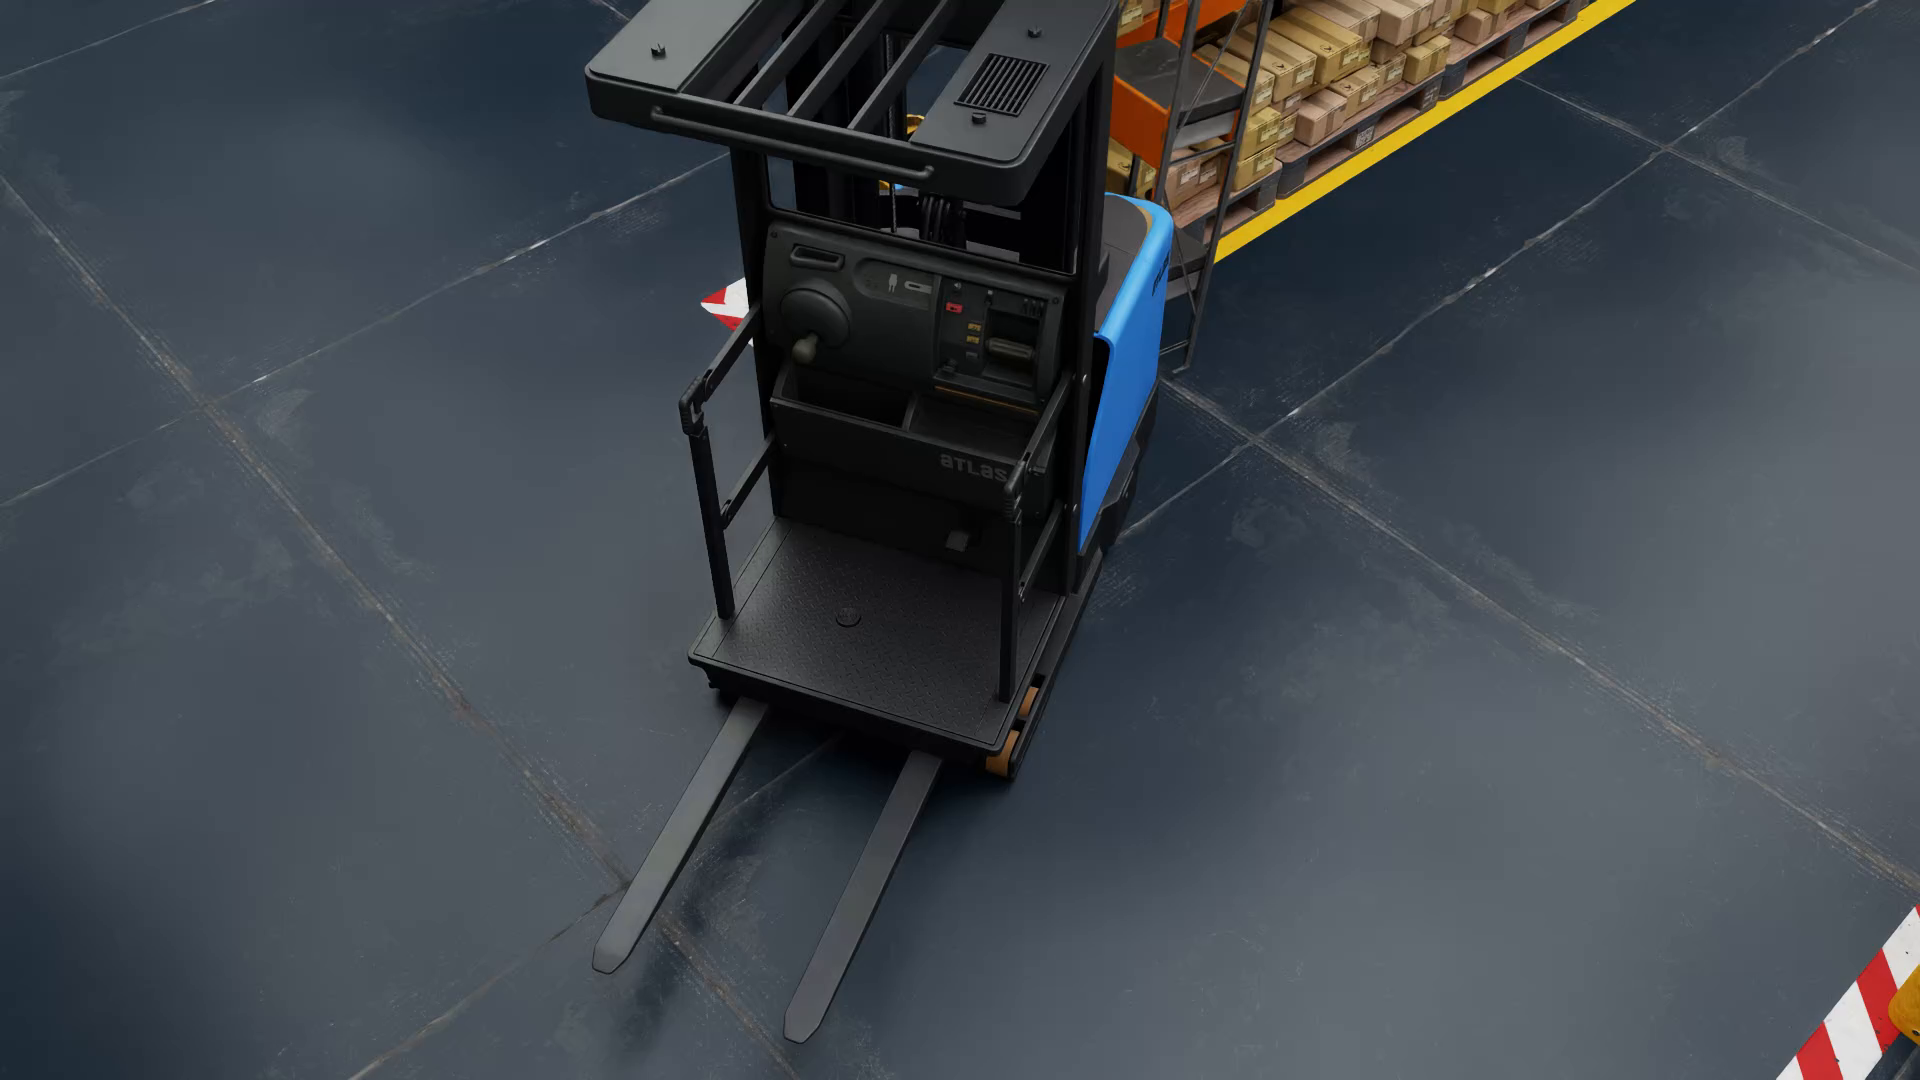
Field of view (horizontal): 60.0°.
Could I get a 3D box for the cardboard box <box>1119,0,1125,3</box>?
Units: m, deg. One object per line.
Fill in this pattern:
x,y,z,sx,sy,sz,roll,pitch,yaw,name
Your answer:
0.528,-2.334,6.092,0.500,0.500,0.500,-31,55,-26,cardboard box

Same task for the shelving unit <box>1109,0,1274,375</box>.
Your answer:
0.735,-1.549,6.205,0.431,2.100,0.503,-24,51,-29,shelving unit

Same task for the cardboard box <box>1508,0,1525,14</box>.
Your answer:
2.660,-2.819,8.464,0.250,0.149,0.380,-32,55,-26,cardboard box

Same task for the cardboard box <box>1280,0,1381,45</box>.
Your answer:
1.708,-2.417,7.689,0.250,0.149,0.380,-34,56,-27,cardboard box

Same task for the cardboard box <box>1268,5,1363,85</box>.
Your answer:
1.586,-2.241,7.526,0.250,0.149,0.380,-33,55,-27,cardboard box

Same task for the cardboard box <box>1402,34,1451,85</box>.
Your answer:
2.143,-2.390,8.068,0.250,0.149,0.380,-34,56,-27,cardboard box

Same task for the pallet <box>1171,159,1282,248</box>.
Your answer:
0.691,-1.602,7.585,1.213,0.211,1.003,-34,56,-27,pallet

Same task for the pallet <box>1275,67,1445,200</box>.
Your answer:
1.593,-2.202,8.138,1.213,0.211,1.003,-34,56,-27,pallet

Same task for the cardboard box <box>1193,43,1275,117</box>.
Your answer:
1.149,-2.004,7.307,0.380,0.149,0.250,36,57,29,cardboard box

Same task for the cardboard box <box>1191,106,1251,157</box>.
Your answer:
1.022,-1.836,7.152,0.250,0.149,0.380,-34,56,-27,cardboard box

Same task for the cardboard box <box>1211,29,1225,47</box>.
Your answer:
1.168,-2.458,7.929,0.250,0.149,0.380,-31,55,-25,cardboard box

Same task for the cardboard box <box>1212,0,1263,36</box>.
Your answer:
1.227,-2.521,7.785,0.250,0.149,0.380,-36,57,-28,cardboard box

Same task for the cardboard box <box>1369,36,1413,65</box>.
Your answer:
1.933,-2.442,7.914,0.380,0.149,0.250,36,57,29,cardboard box

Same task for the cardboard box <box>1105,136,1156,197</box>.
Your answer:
0.626,-1.579,6.916,0.250,0.149,0.380,-36,57,-29,cardboard box

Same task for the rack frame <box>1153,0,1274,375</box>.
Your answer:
0.879,-1.405,6.072,0.400,2.100,0.015,-24,51,-29,rack frame

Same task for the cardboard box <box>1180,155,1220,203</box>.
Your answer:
0.930,-1.689,7.421,0.250,0.149,0.380,-33,55,-27,cardboard box

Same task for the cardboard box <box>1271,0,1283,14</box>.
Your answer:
1.402,-2.666,7.918,0.250,0.149,0.380,-33,56,-27,cardboard box

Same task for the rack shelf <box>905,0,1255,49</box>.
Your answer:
1.489,-2.873,7.349,4.000,0.370,1.077,-34,56,-27,rack shelf

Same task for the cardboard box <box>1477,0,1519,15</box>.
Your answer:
2.572,-2.771,8.217,0.250,0.149,0.380,-36,57,-28,cardboard box

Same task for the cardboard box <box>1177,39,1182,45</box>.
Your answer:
0.796,-2.288,7.570,0.250,0.149,0.380,-36,57,-28,cardboard box

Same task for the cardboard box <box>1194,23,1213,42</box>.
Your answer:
0.957,-2.451,7.720,0.250,0.149,0.380,-32,55,-26,cardboard box

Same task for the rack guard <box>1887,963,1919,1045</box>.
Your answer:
3.254,1.479,4.545,0.348,0.500,1.175,-34,56,-27,rack guard

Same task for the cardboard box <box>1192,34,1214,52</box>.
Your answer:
0.966,-2.341,7.821,0.250,0.149,0.380,-33,55,-27,cardboard box

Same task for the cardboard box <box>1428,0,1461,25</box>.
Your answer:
2.157,-2.620,7.876,0.380,0.149,0.250,36,57,29,cardboard box

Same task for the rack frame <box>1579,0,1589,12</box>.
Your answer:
2.969,-4.105,7.997,0.127,3.000,1.000,-34,56,-27,rack frame

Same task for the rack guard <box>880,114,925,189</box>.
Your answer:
0.066,-1.318,7.126,0.348,0.500,1.175,-34,56,-27,rack guard

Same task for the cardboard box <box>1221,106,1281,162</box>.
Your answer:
1.195,-1.865,7.382,0.250,0.149,0.380,-32,55,-26,cardboard box

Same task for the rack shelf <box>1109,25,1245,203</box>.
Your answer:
0.733,-1.539,6.215,0.431,0.518,0.480,-24,51,-29,rack shelf

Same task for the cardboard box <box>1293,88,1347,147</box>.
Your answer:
1.561,-2.009,7.717,0.380,0.149,0.250,36,57,29,cardboard box

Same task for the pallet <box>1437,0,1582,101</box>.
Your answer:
2.496,-2.808,8.698,1.213,0.211,1.003,-34,56,-27,pallet

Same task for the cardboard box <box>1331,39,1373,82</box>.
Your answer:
1.707,-2.333,7.813,0.250,0.149,0.380,-31,55,-26,cardboard box

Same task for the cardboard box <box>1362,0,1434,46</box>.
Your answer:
1.966,-2.480,7.747,0.250,0.149,0.380,-36,57,-28,cardboard box

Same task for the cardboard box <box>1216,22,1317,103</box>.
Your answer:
1.361,-2.136,7.429,0.250,0.149,0.380,-32,55,-26,cardboard box

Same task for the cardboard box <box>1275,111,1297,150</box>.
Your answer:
1.318,-1.933,7.647,0.250,0.149,0.380,-34,56,-27,cardboard box

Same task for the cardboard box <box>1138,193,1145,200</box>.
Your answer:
0.570,-1.524,7.067,0.250,0.149,0.380,-32,55,-26,cardboard box

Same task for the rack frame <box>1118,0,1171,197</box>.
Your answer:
0.590,-1.693,6.339,0.400,2.100,0.015,-24,51,-29,rack frame

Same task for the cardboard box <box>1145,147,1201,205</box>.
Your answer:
0.811,-1.628,7.163,0.250,0.149,0.380,-34,56,-27,cardboard box

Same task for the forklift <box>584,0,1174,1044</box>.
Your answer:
-0.221,-0.561,4.773,1.130,2.935,3.031,15,49,14,forklift

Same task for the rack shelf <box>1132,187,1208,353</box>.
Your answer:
0.670,-1.031,6.693,0.431,0.518,0.480,-24,51,-29,rack shelf

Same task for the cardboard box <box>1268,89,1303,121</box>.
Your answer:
1.327,-2.048,7.550,0.380,0.149,0.250,36,57,29,cardboard box

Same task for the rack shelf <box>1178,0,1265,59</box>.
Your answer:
0.797,-2.047,5.737,0.431,0.518,0.480,-24,51,-29,rack shelf

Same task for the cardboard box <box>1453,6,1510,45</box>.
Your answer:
2.508,-2.653,8.311,0.250,0.149,0.380,-36,57,-28,cardboard box

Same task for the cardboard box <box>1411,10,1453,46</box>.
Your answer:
2.145,-2.563,8.026,0.250,0.149,0.380,-32,55,-26,cardboard box

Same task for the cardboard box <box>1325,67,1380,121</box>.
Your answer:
1.748,-2.160,7.856,0.250,0.149,0.380,-34,56,-27,cardboard box

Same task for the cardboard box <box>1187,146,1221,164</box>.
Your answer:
0.932,-1.797,7.319,0.250,0.149,0.380,-33,55,-27,cardboard box

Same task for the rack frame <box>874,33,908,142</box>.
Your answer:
0.010,-2.128,6.172,0.127,3.000,1.000,-34,56,-27,rack frame

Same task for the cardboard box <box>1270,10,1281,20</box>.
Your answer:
1.353,-2.609,8.068,0.250,0.149,0.380,-33,55,-27,cardboard box

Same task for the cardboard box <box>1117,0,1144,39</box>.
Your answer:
0.470,-2.024,6.248,0.250,0.149,0.380,-34,56,-27,cardboard box

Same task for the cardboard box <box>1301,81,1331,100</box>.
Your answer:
1.500,-2.205,7.695,0.250,0.149,0.380,-31,54,-25,cardboard box

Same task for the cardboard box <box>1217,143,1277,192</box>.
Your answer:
1.193,-1.756,7.483,0.250,0.149,0.380,-33,55,-27,cardboard box

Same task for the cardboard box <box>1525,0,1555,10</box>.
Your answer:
2.908,-2.902,8.541,0.250,0.149,0.380,-33,55,-27,cardboard box

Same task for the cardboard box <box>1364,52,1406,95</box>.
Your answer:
1.904,-2.298,7.983,0.250,0.149,0.380,-33,55,-27,cardboard box

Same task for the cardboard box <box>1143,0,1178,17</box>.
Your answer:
0.630,-2.173,6.385,0.250,0.149,0.380,-32,55,-26,cardboard box

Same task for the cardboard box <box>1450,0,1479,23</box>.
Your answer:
2.320,-2.700,8.152,0.250,0.149,0.380,-33,55,-27,cardboard box

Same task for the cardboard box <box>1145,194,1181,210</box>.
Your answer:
0.751,-1.562,7.305,0.250,0.149,0.380,-34,56,-27,cardboard box

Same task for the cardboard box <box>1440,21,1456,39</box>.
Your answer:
2.231,-2.589,8.252,0.250,0.149,0.380,-35,56,-28,cardboard box
